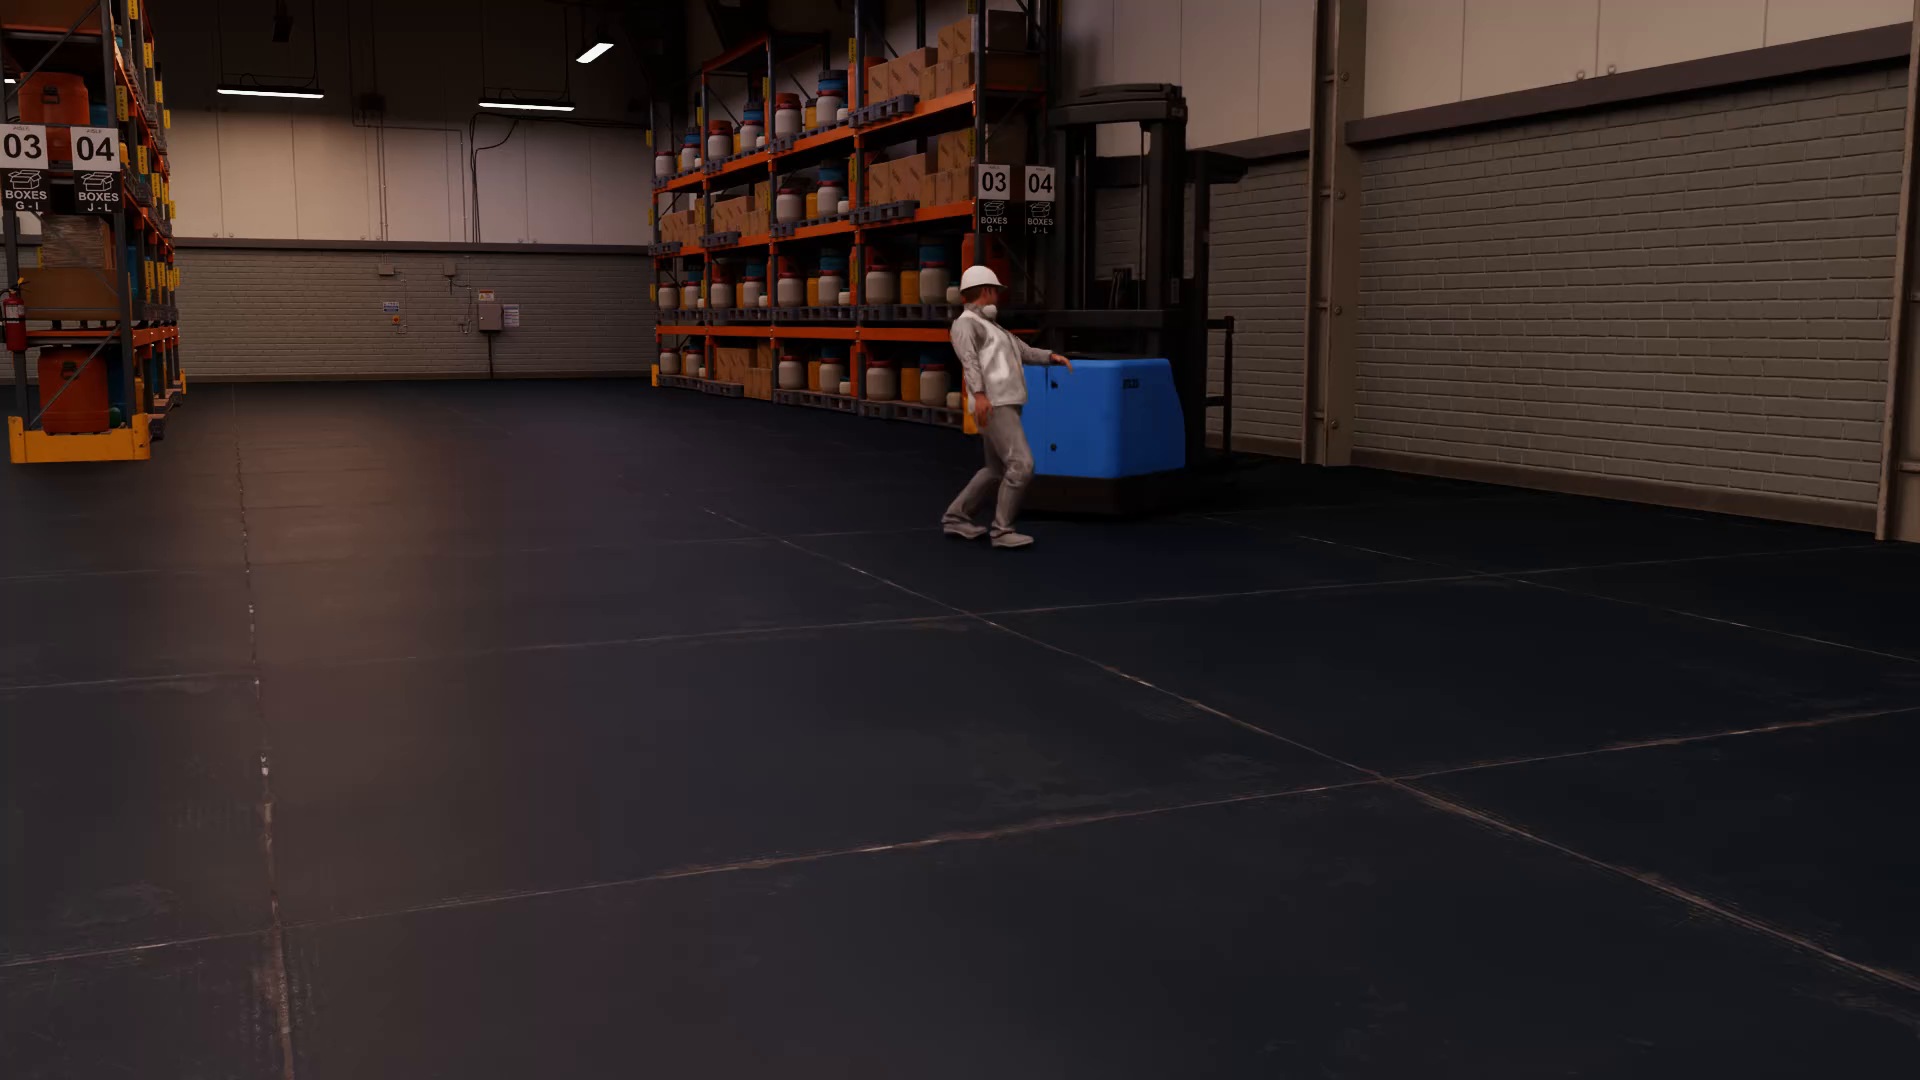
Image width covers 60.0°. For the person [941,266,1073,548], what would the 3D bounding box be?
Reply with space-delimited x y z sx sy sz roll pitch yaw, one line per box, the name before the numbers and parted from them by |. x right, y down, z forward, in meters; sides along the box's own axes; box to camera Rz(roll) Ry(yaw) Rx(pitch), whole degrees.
person | 0.244 -0.791 9.838 0.836 1.652 0.746 1 8 10

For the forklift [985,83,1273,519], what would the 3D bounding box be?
forklift | 1.404 -1.741 12.149 1.130 2.935 3.031 5 9 33
